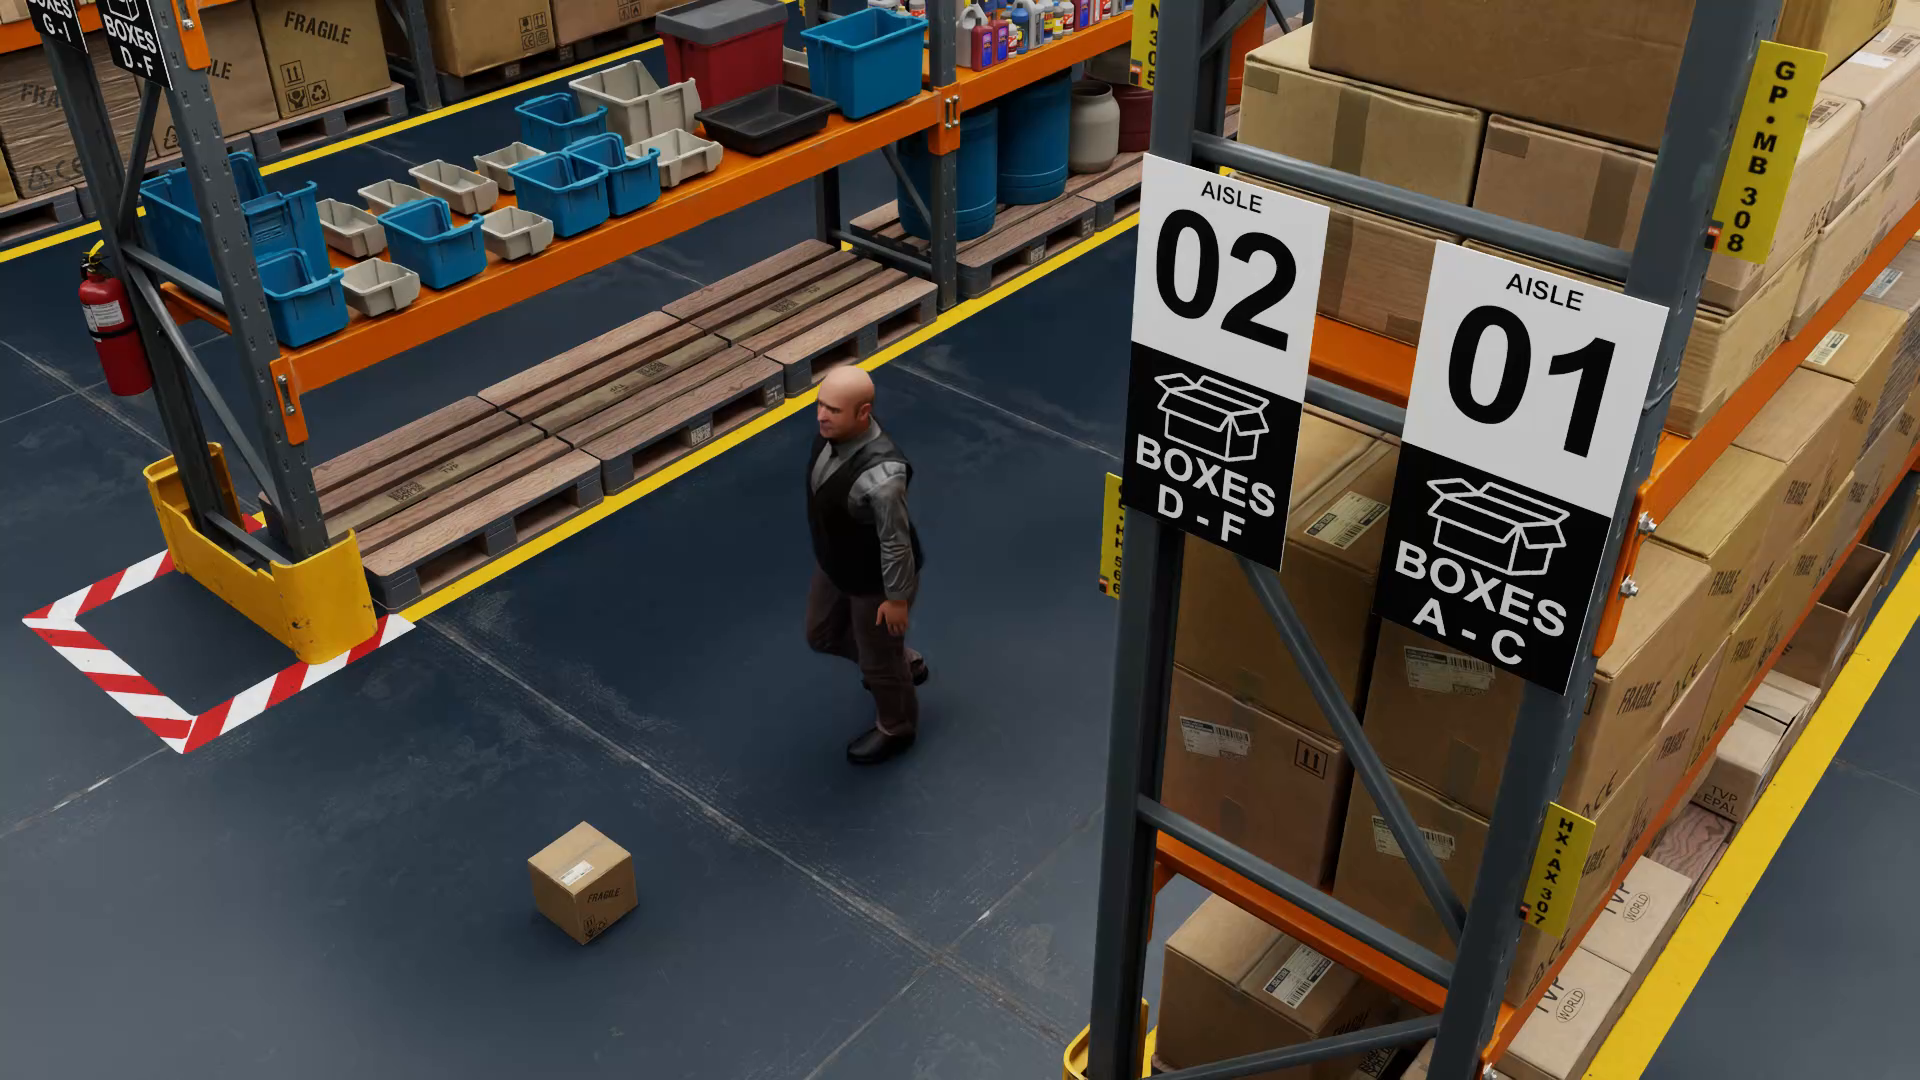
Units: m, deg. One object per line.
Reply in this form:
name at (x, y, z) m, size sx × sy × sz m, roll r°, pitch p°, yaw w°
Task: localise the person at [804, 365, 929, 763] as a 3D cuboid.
person at (-0.291, 0.091, 6.022) m, size 0.492 × 1.715 × 0.579 m, roll -17°, pitch 38°, yaw -23°
